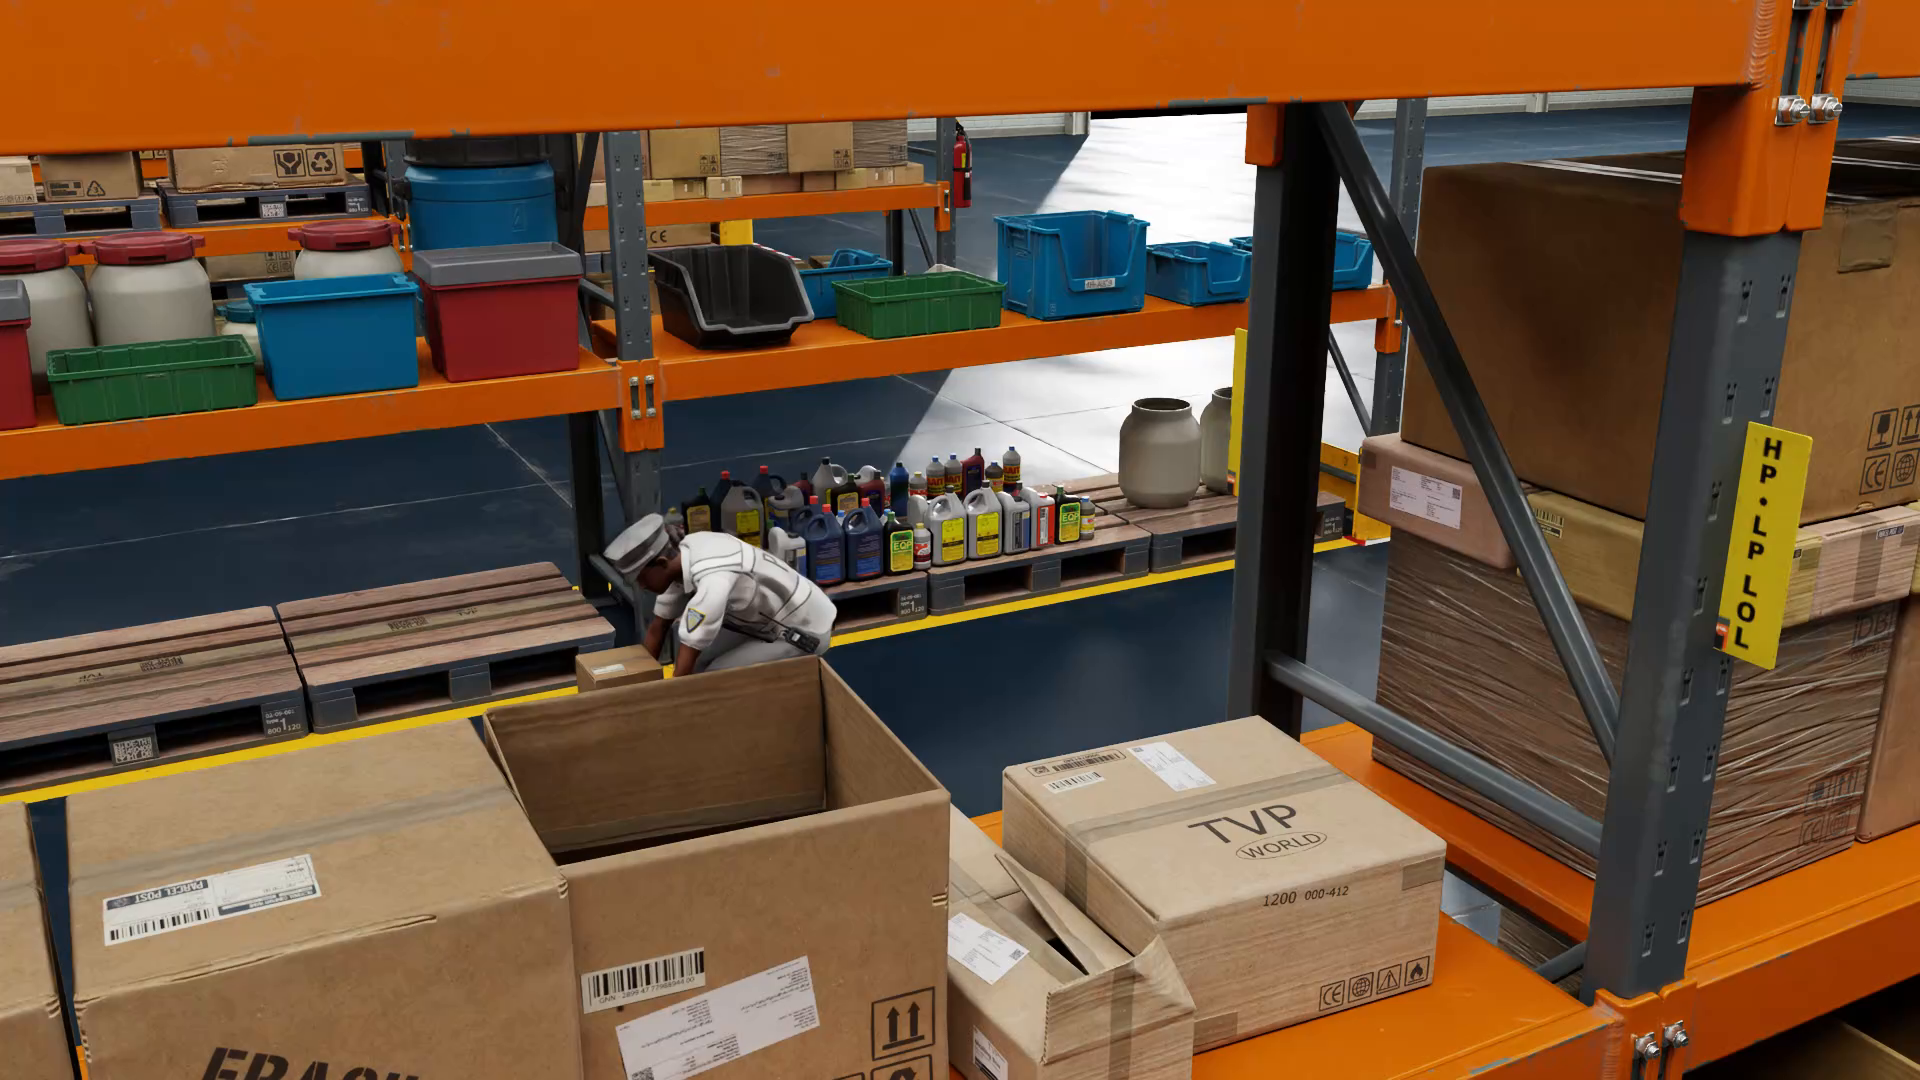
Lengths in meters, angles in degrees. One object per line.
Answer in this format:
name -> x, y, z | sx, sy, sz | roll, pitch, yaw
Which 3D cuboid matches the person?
person -> -0.860, 0.356, 6.049 | 0.834, 1.003, 0.485 | -7, 20, -19
